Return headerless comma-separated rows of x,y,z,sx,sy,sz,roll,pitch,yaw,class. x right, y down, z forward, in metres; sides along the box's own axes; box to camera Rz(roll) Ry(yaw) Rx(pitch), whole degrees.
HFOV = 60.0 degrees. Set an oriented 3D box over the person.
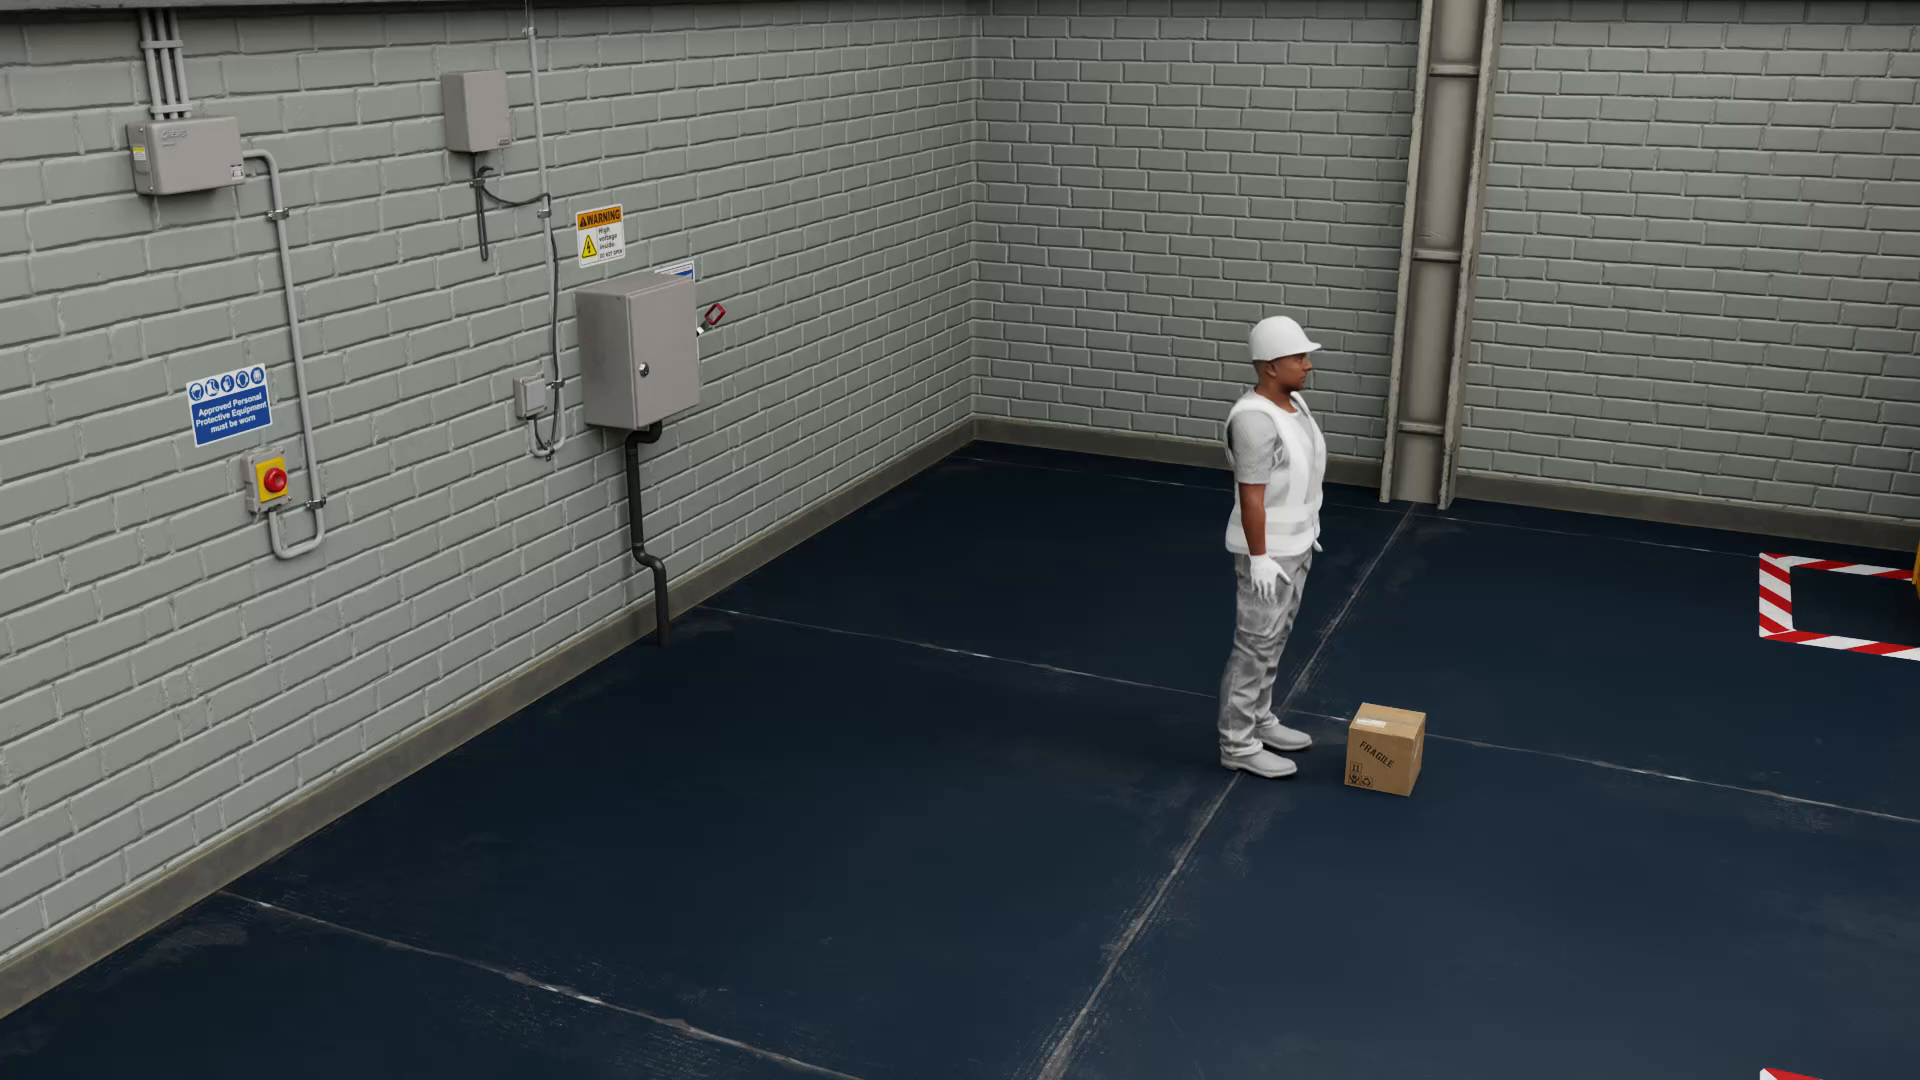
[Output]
1.219,0.022,6.452,0.369,1.787,0.547,9,21,24,person
